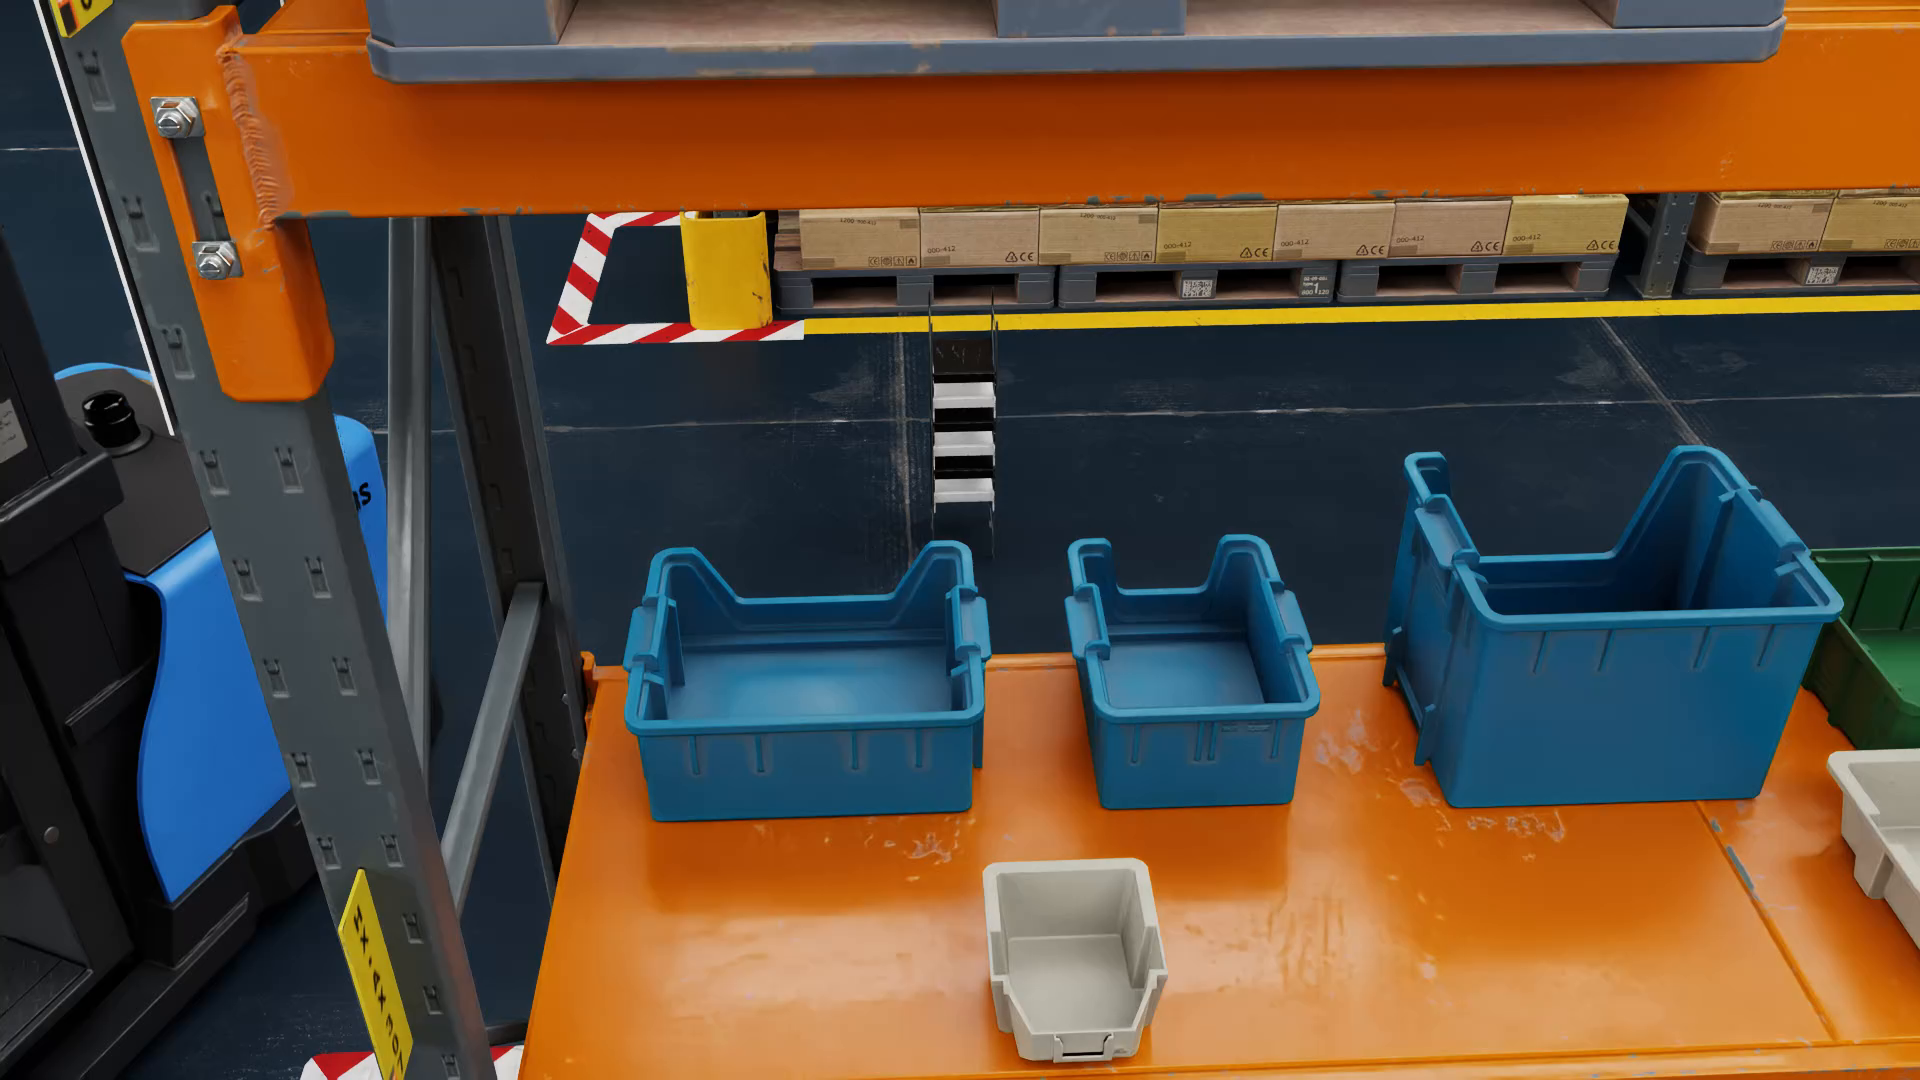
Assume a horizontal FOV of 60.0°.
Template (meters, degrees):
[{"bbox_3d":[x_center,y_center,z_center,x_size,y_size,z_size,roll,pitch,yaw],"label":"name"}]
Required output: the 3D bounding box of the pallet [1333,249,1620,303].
[{"bbox_3d":[2.224,-1.420,7.616,1.213,0.211,1.003,-2,35,-2],"label":"pallet"}]

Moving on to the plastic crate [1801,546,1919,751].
[{"bbox_3d":[1.882,0.215,2.990,0.662,0.188,0.450,-2,35,-2],"label":"plastic crate"}]

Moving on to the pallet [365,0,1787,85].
[{"bbox_3d":[0.087,-0.763,1.747,1.213,0.211,1.003,-2,35,-2],"label":"pallet"}]

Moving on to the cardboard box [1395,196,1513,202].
[{"bbox_3d":[2.068,-1.771,7.061,0.500,0.500,0.500,-2,35,-2],"label":"cardboard box"}]

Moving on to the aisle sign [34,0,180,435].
[{"bbox_3d":[-0.802,-0.541,1.612,0.004,0.787,0.394,-2,35,-2],"label":"aisle sign"}]

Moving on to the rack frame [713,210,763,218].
[{"bbox_3d":[-0.975,-2.456,6.664,0.127,3.000,1.000,-2,35,-2],"label":"rack frame"}]

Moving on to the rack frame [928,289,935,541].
[{"bbox_3d":[-0.093,-0.368,5.490,0.006,0.900,0.240,-2,35,-2],"label":"rack frame"}]

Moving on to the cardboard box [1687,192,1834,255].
[{"bbox_3d":[3.435,-1.476,7.294,0.500,0.250,0.500,-2,35,-3],"label":"cardboard box"}]

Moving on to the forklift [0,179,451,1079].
[{"bbox_3d":[-2.504,0.032,3.128,1.130,2.935,3.031,13,37,17],"label":"forklift"}]

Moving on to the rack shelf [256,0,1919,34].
[{"bbox_3d":[1.254,-0.713,1.968,3.809,0.124,0.919,-2,35,-2],"label":"rack shelf"}]

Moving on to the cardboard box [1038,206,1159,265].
[{"bbox_3d":[0.570,-1.415,7.206,0.500,0.250,0.500,-2,35,-2],"label":"cardboard box"}]

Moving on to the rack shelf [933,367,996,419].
[{"bbox_3d":[0.008,-0.491,5.411,0.200,0.077,0.258,-2,35,-2],"label":"rack shelf"}]

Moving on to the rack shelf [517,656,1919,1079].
[{"bbox_3d":[1.254,0.521,2.822,3.809,0.124,0.919,-2,35,-2],"label":"rack shelf"}]

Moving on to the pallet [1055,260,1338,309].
[{"bbox_3d":[1.003,-1.385,7.566,1.213,0.211,1.003,-2,35,-2],"label":"pallet"}]

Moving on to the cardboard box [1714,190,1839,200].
[{"bbox_3d":[3.445,-1.706,7.134,0.500,0.311,0.500,-1,35,-2],"label":"cardboard box"}]

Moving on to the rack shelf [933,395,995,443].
[{"bbox_3d":[0.008,-0.417,5.462,0.200,0.077,0.258,-2,35,-2],"label":"rack shelf"}]

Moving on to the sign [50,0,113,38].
[{"bbox_3d":[-0.723,-0.565,1.287,0.005,0.325,0.100,-2,35,-2],"label":"sign"}]

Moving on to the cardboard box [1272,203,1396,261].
[{"bbox_3d":[1.569,-1.440,7.242,0.500,0.250,0.500,-2,35,-2],"label":"cardboard box"}]

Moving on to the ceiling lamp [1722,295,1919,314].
[{"bbox_3d":[5.331,-1.069,7.294,4.000,0.001,0.159,-2,35,-2],"label":"ceiling lamp"}]

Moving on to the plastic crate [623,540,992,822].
[{"bbox_3d":[-0.258,0.237,2.902,0.616,0.251,0.499,-2,35,-2],"label":"plastic crate"}]

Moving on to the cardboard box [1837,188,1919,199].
[{"bbox_3d":[3.945,-1.717,7.149,0.500,0.311,0.500,-2,35,-3],"label":"cardboard box"}]

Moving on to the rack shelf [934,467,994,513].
[{"bbox_3d":[0.008,-0.195,5.616,0.200,0.077,0.258,-2,35,-2],"label":"rack shelf"}]

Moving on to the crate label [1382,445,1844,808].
[{"bbox_3d":[1.081,0.141,2.879,0.616,0.435,0.502,-2,35,-2],"label":"crate label"}]

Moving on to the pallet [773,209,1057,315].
[{"bbox_3d":[-0.213,-1.354,7.521,1.213,0.211,1.003,-2,35,-2],"label":"pallet"}]

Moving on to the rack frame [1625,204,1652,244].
[{"bbox_3d":[3.020,-2.566,6.822,0.053,2.616,0.949,-2,35,-2],"label":"rack frame"}]

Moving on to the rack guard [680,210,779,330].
[{"bbox_3d":[-0.999,-1.428,7.374,0.348,0.500,1.175,-2,35,-2],"label":"rack guard"}]

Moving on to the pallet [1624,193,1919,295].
[{"bbox_3d":[3.755,-1.460,7.674,1.213,0.211,1.003,-2,35,-2],"label":"pallet"}]

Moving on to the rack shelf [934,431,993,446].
[{"bbox_3d":[0.008,-0.360,5.502,0.190,0.026,0.221,-2,35,-2],"label":"rack shelf"}]

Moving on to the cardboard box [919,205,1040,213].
[{"bbox_3d":[0.071,-1.709,6.972,0.500,0.500,0.500,-2,35,-2],"label":"cardboard box"}]

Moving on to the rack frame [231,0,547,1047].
[{"bbox_3d":[-0.744,0.361,2.592,0.053,2.616,0.949,-2,35,-2],"label":"rack frame"}]

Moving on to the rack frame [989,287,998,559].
[{"bbox_3d":[0.110,-0.373,5.498,0.006,0.900,0.240,-2,35,-2],"label":"rack frame"}]

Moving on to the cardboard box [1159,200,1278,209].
[{"bbox_3d":[1.070,-1.734,7.007,0.500,0.500,0.500,-2,35,-2],"label":"cardboard box"}]

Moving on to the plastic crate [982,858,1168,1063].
[{"bbox_3d":[0.165,0.627,2.440,0.250,0.136,0.298,-2,35,-2],"label":"plastic crate"}]

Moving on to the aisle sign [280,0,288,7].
[{"bbox_3d":[-0.830,-0.877,2.096,0.004,0.787,0.394,-2,35,-2],"label":"aisle sign"}]

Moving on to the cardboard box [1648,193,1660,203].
[{"bbox_3d":[3.421,-1.782,7.736,0.500,0.250,0.500,-2,35,-3],"label":"cardboard box"}]
